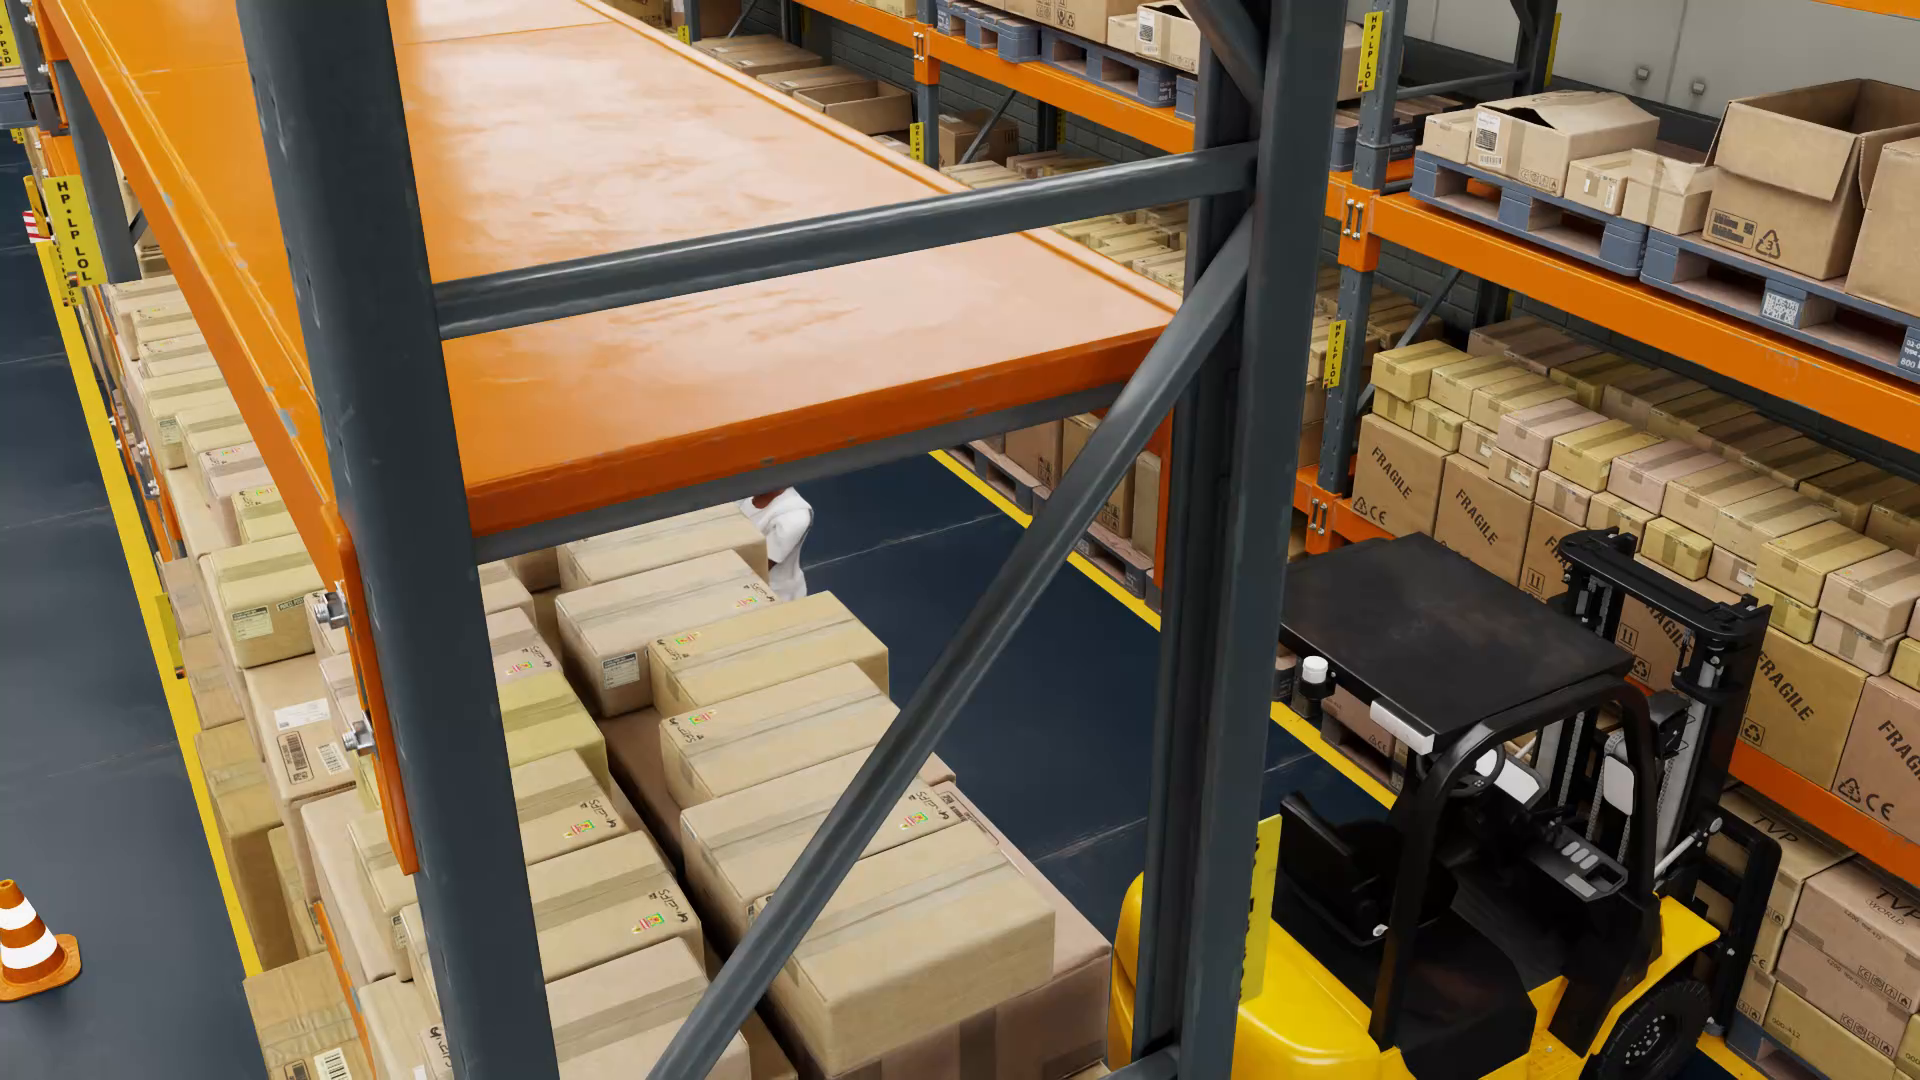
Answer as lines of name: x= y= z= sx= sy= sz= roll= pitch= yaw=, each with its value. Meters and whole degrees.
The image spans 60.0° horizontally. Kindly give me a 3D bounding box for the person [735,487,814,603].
person: x=-1.006 y=0.308 z=7.987 sx=0.577 sy=1.761 sz=0.502 roll=-16 pitch=32 yaw=-26
